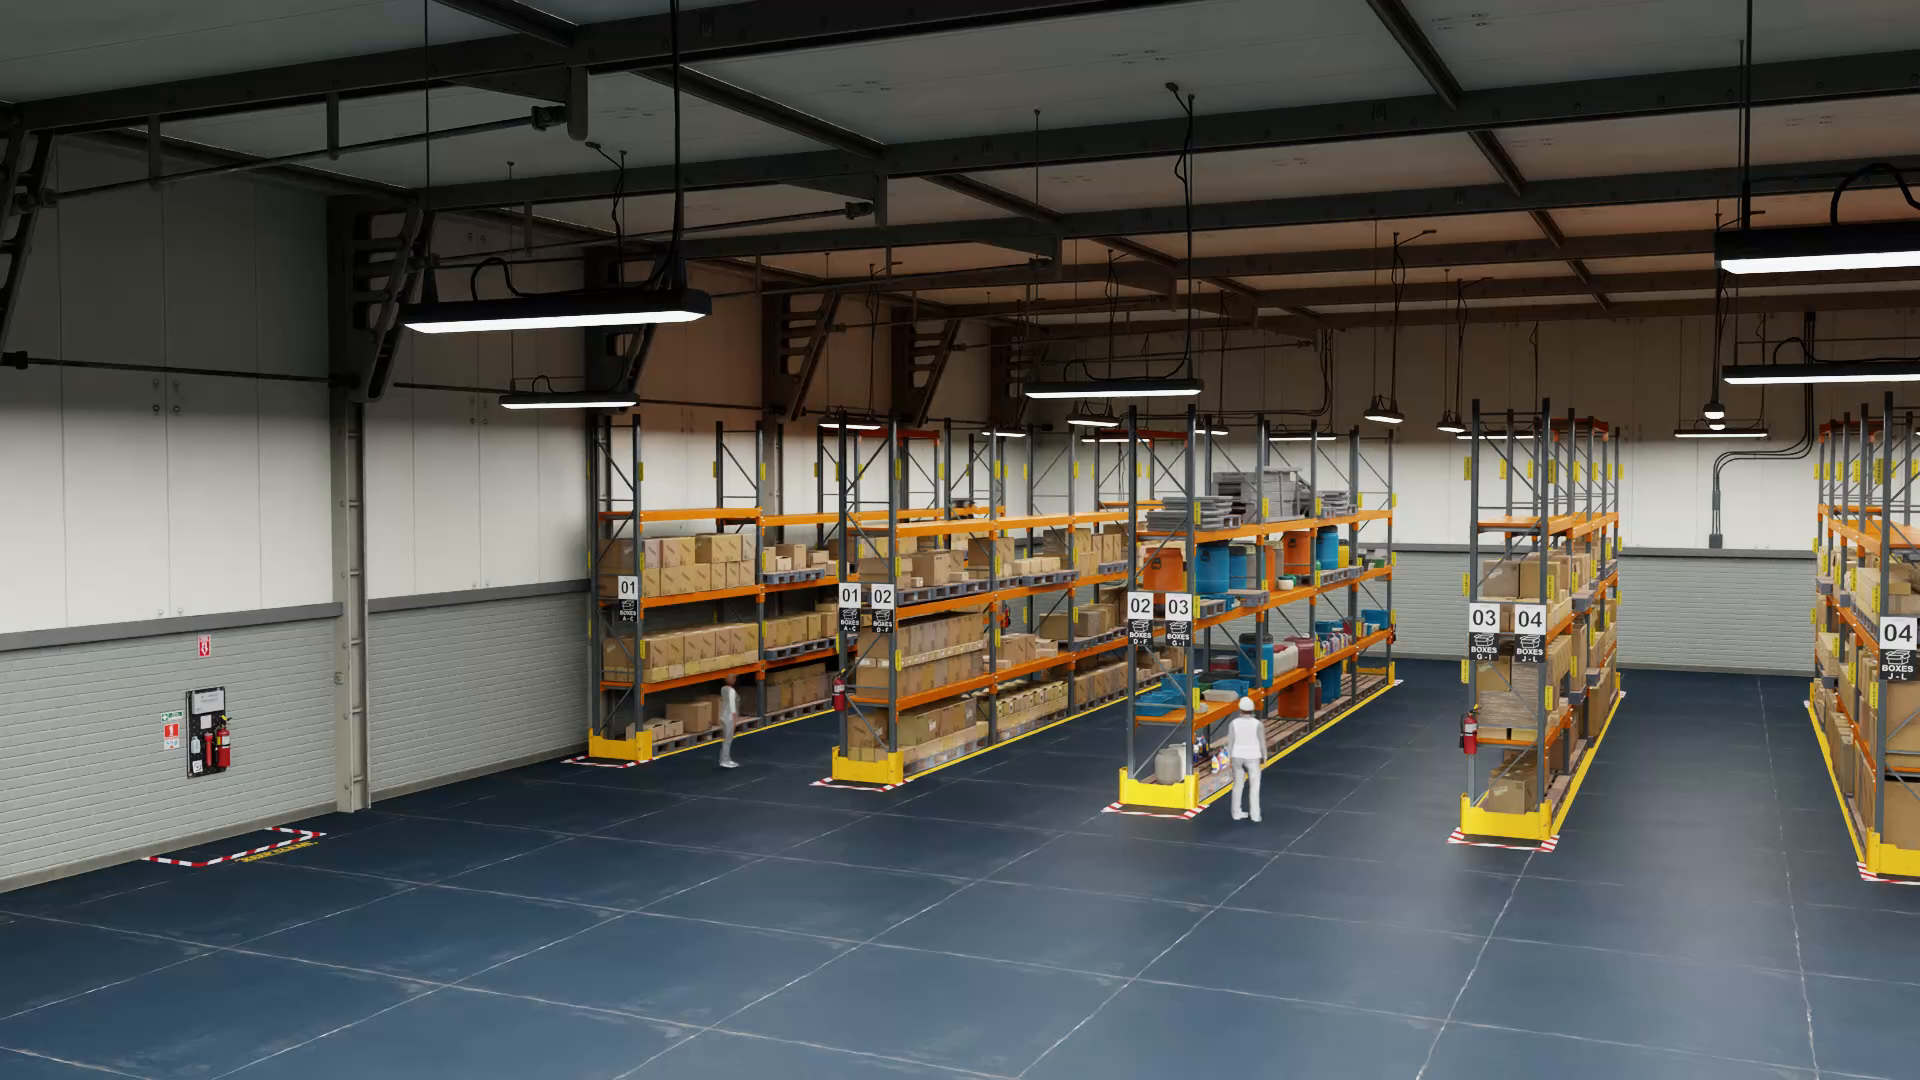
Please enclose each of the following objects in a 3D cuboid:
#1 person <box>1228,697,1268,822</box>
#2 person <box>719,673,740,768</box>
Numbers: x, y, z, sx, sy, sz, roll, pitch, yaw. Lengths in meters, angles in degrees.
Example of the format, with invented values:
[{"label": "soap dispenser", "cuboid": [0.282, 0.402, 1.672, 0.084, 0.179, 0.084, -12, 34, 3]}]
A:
[{"label": "person", "cuboid": [4.133, 3.137, 23.852, 0.526, 1.781, 0.440, 2, 3, 40]}, {"label": "person", "cuboid": [-3.902, 3.044, 28.121, 0.336, 1.606, 0.449, -1, 3, -22]}]
